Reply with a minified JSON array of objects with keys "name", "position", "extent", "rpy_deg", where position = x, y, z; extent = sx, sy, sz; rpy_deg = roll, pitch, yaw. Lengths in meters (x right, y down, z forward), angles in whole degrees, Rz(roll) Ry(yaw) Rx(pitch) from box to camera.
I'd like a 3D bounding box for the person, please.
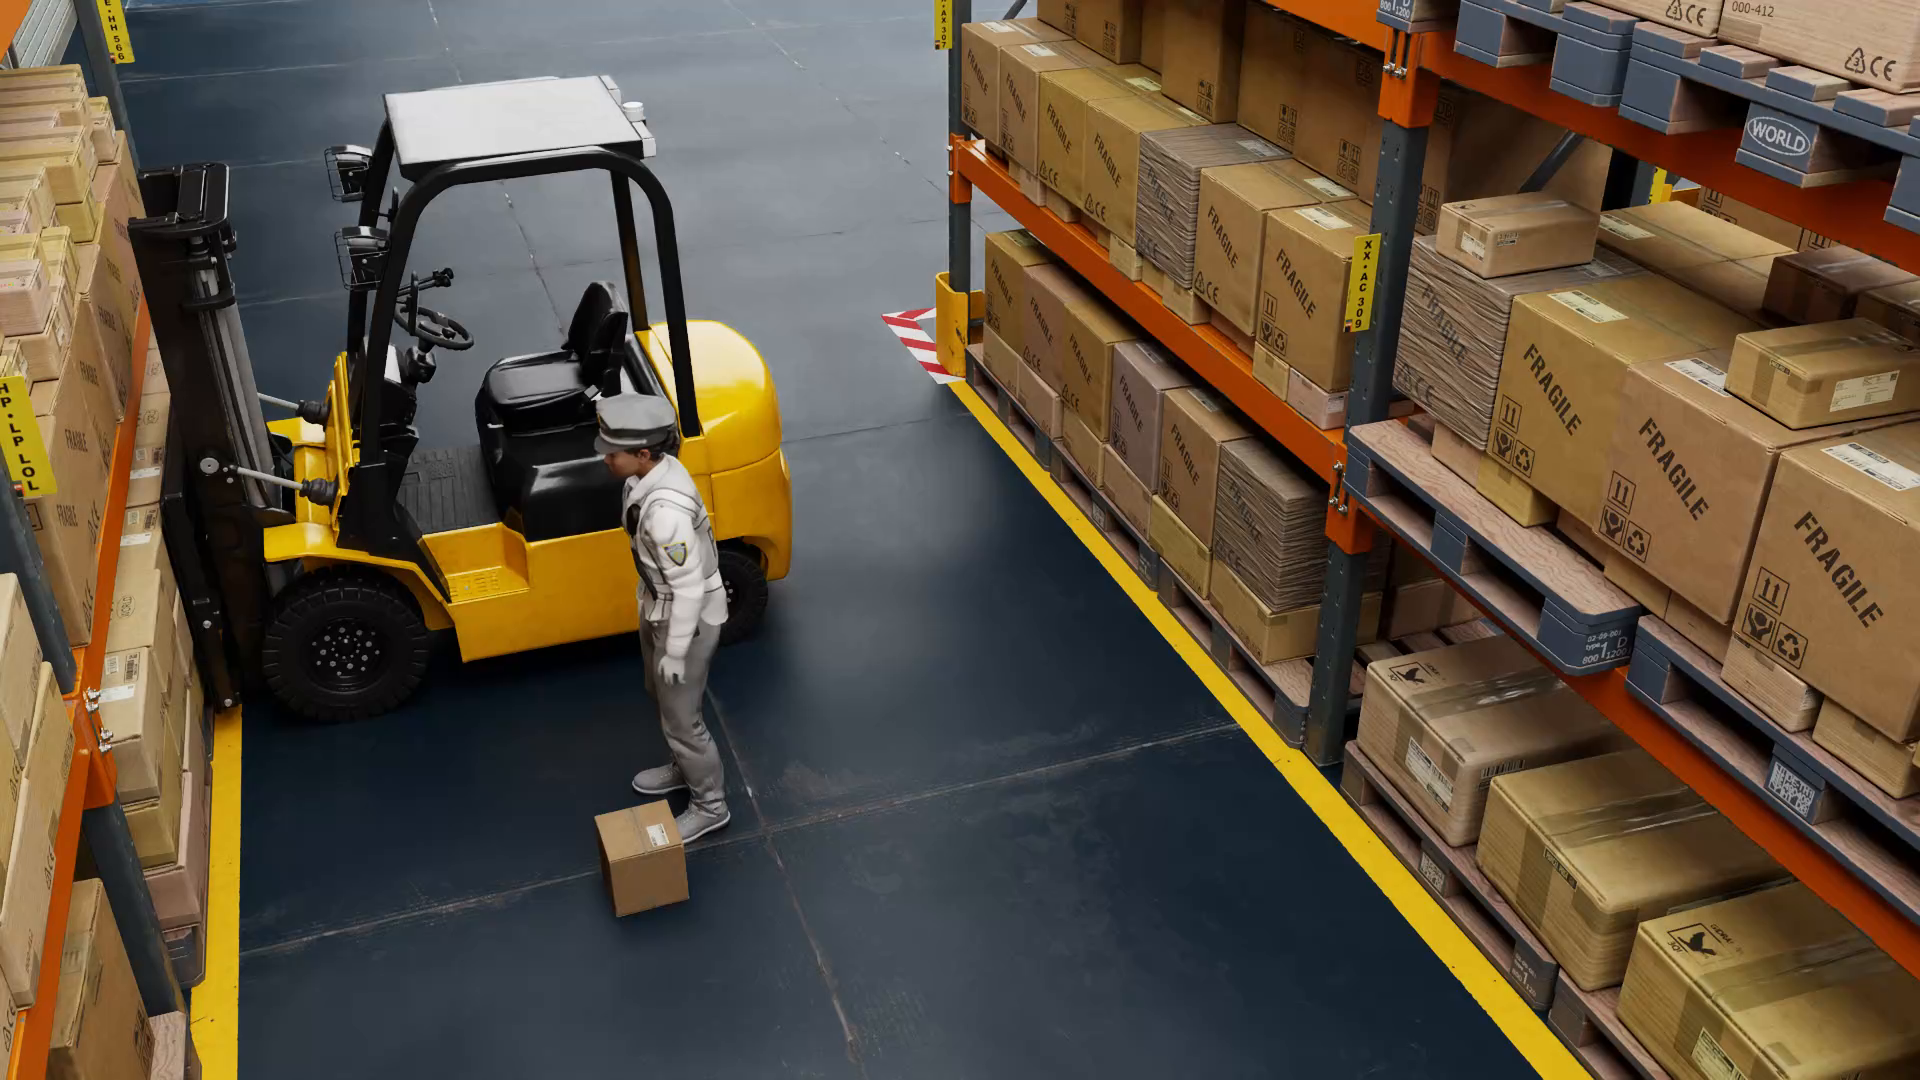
[{"name":"person","position":[-0.982,0.273,5.653],"extent":[0.371,1.663,0.530],"rpy_deg":[-10,32,-17]}]
